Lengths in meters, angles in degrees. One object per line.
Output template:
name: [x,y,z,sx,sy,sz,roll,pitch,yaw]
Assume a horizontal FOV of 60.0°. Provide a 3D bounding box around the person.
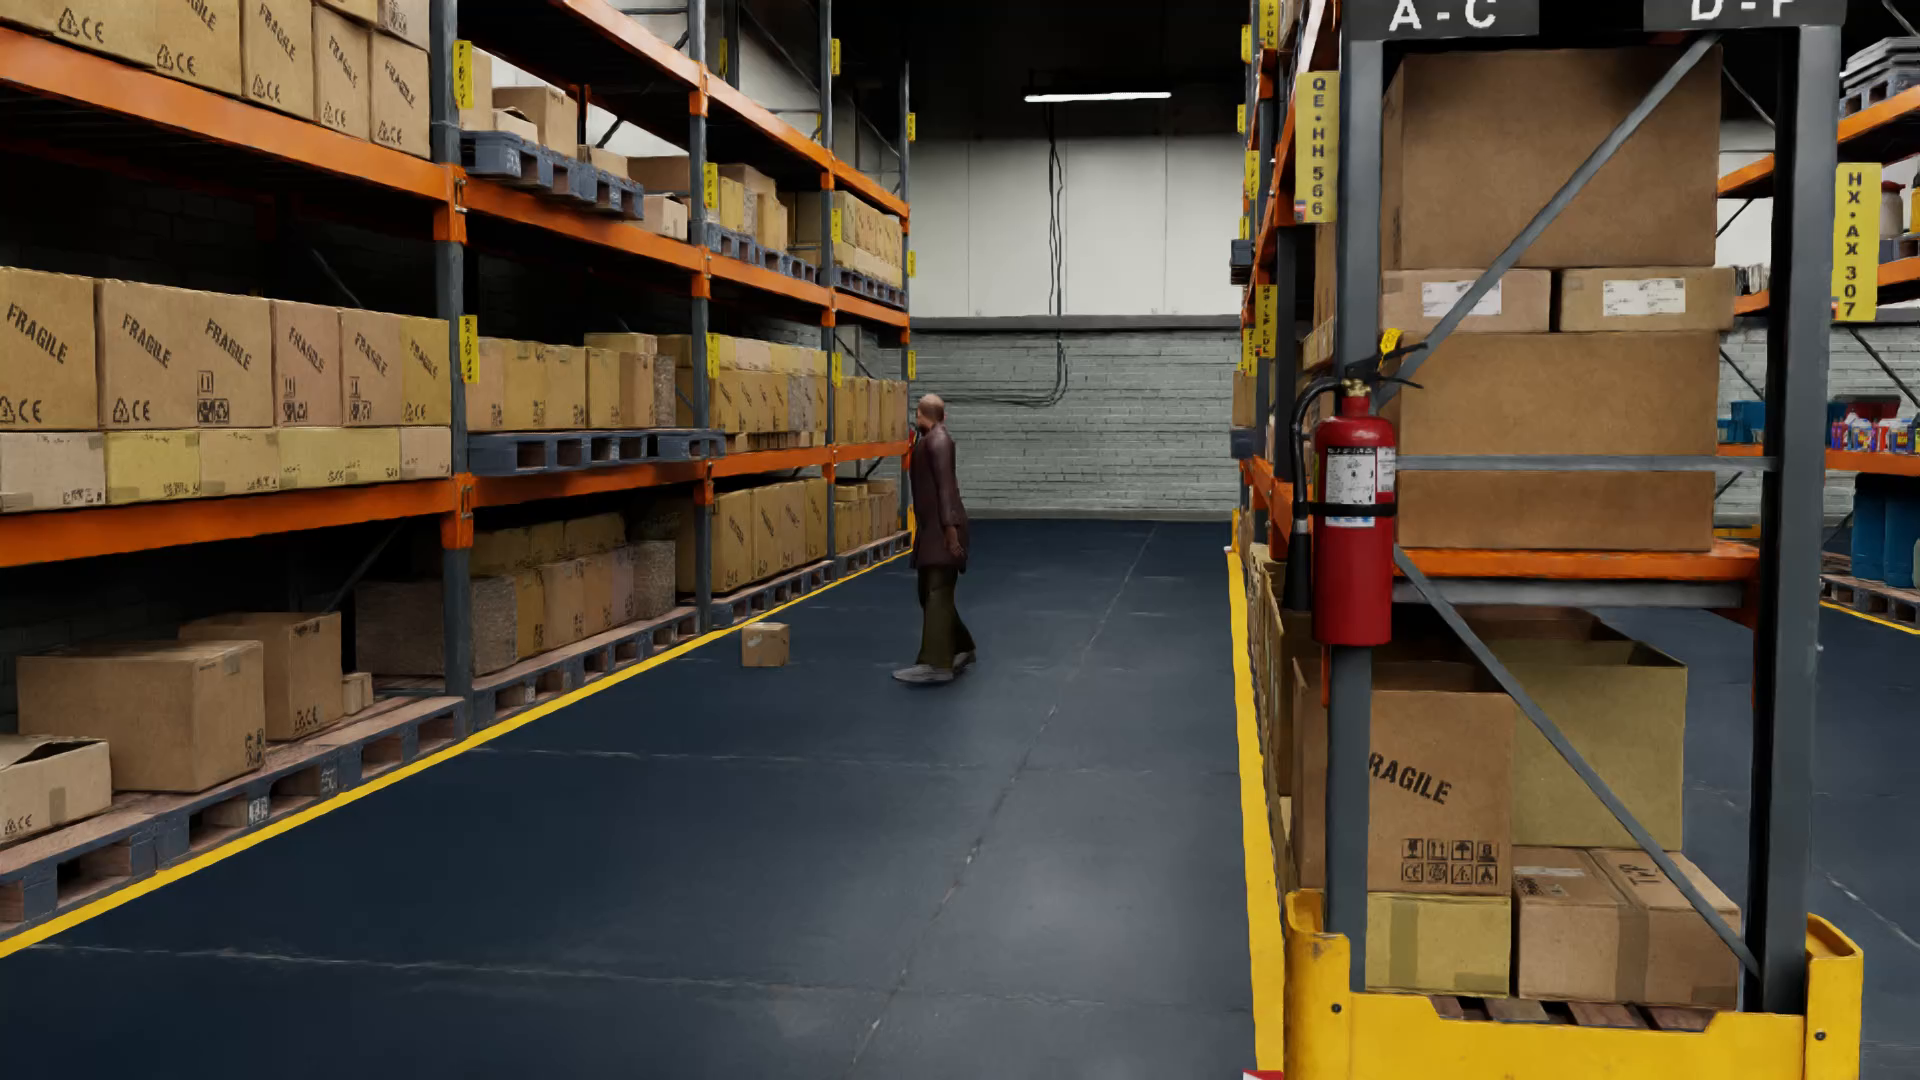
person: [-0.155,0.055,10.161,0.665,1.554,0.695,-1,5,-16]
